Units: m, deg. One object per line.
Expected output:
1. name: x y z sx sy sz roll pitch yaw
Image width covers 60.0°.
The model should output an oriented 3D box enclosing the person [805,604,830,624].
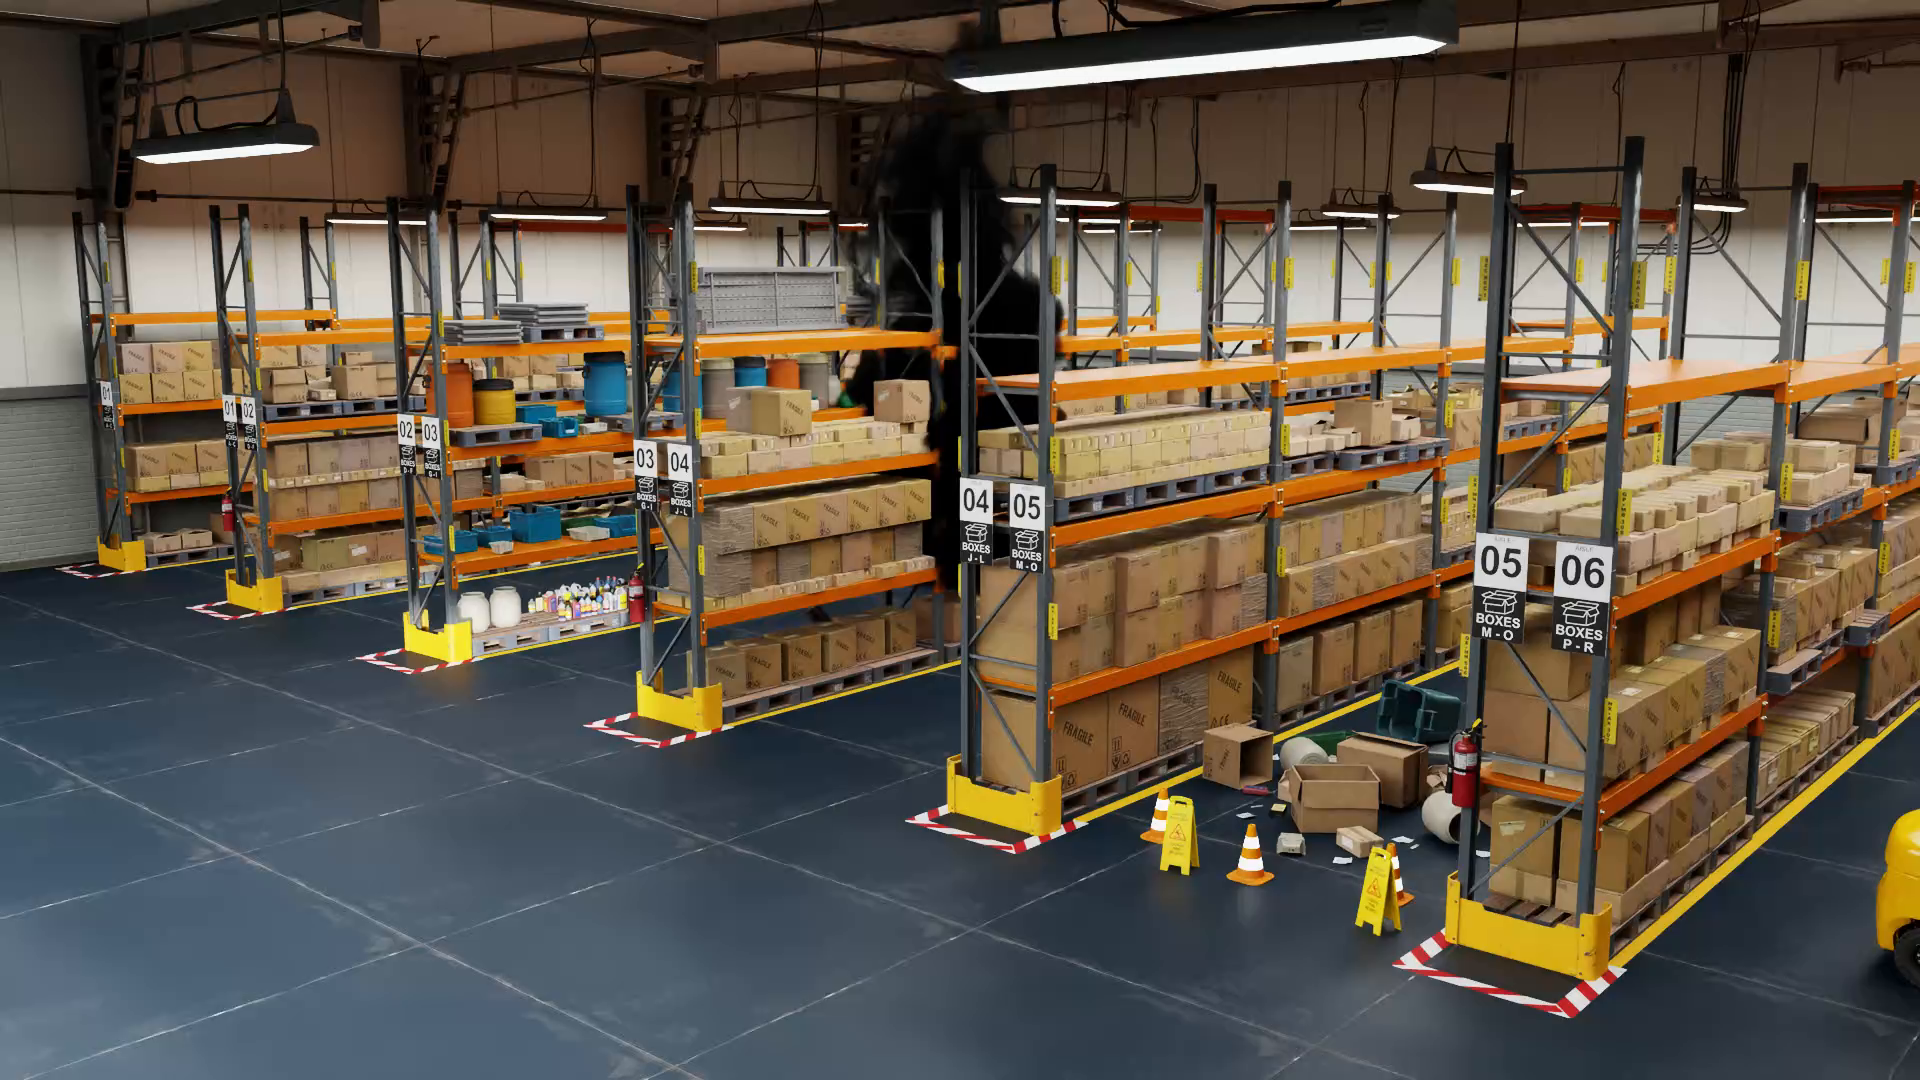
1. person: -1.930 0.597 22.518 0.627 1.733 0.703 9 13 42

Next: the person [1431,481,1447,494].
1. person: 7.576 -0.072 26.428 0.663 1.788 0.925 9 13 43
